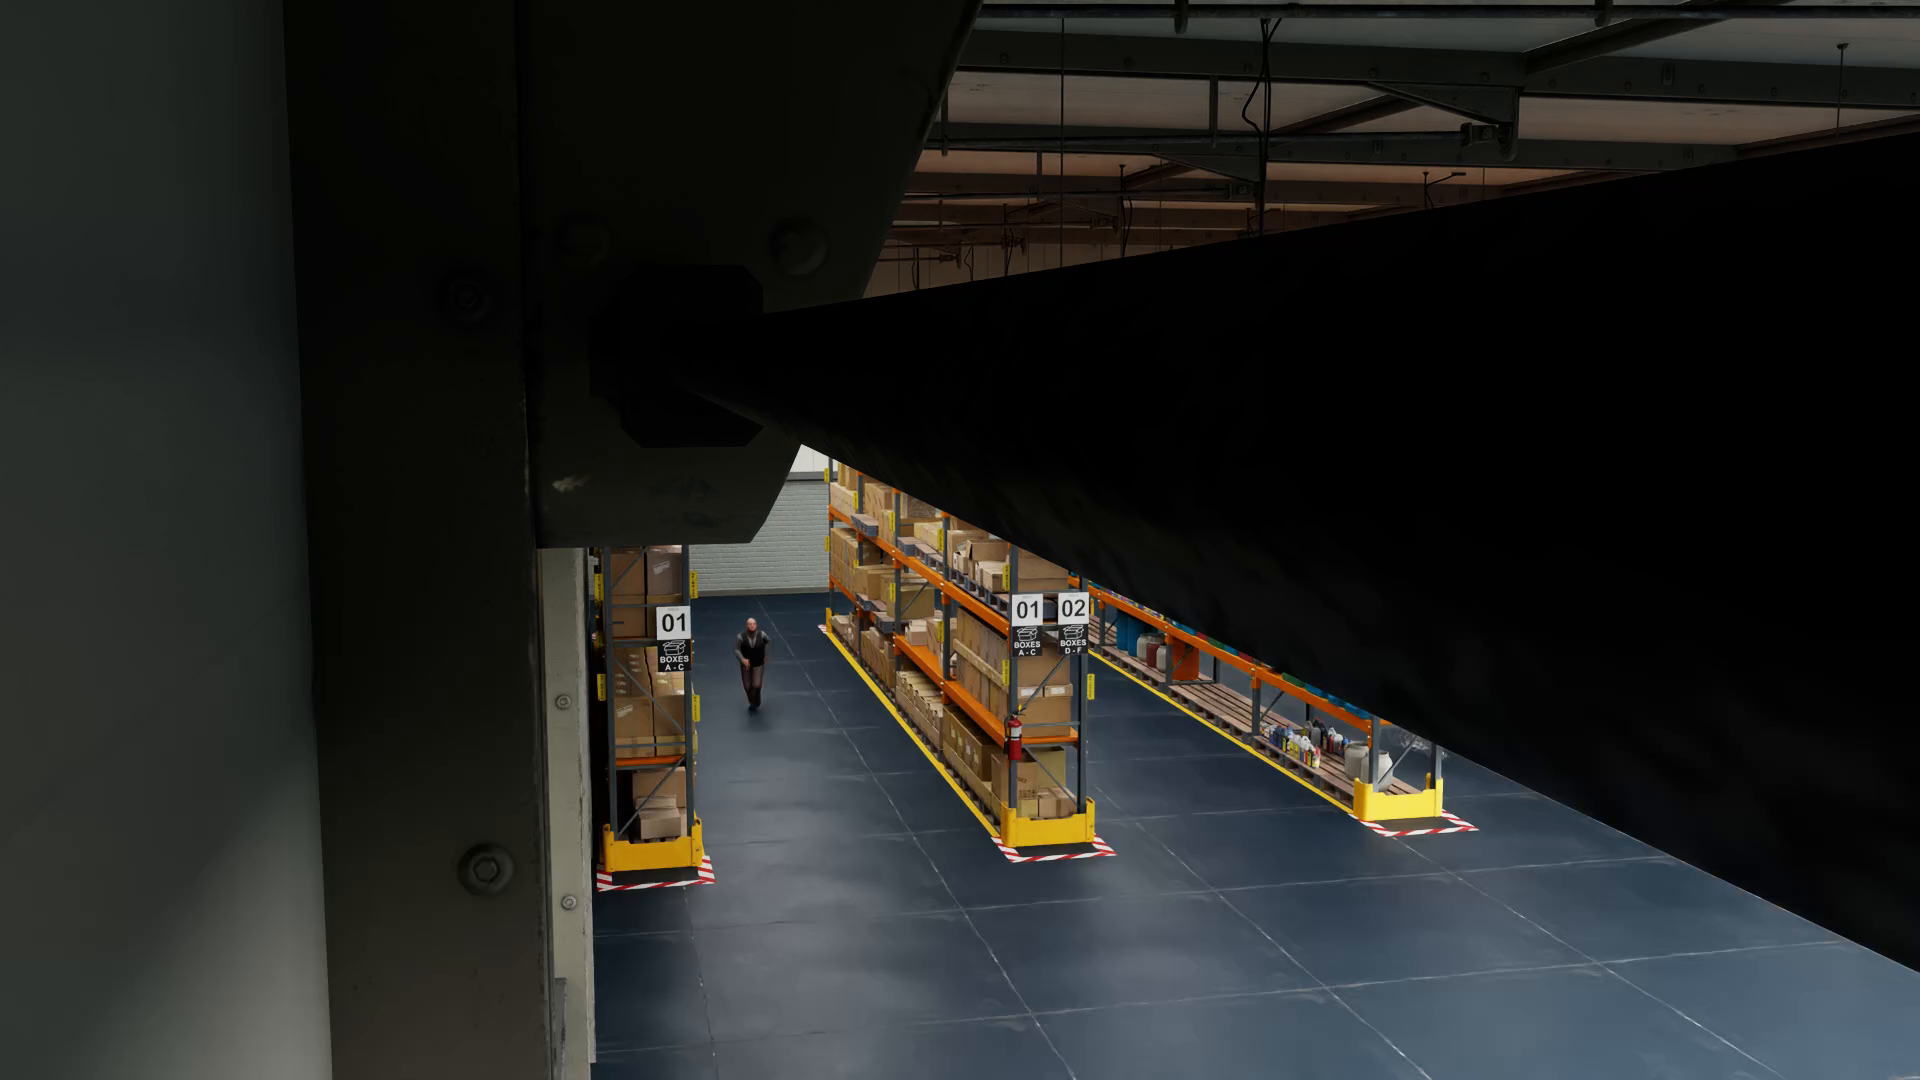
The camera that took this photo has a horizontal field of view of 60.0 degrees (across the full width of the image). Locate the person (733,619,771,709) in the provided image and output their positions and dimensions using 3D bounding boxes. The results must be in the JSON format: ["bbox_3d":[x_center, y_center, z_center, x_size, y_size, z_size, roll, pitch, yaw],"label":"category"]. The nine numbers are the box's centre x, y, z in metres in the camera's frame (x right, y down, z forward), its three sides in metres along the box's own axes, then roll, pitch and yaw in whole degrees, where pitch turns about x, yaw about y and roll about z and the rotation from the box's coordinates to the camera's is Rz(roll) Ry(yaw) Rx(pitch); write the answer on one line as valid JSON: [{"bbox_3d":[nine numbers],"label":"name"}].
[{"bbox_3d":[-3.565,2.133,28.564,0.640,1.636,0.732,0,7,-2],"label":"person"}]

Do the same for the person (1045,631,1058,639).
[{"bbox_3d":[1.797,1.878,30.856,0.655,1.609,0.699,0,7,-1],"label":"person"}]

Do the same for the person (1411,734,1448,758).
[{"bbox_3d":[7.235,2.520,25.487,0.437,1.545,0.943,-3,7,-23],"label":"person"}]
